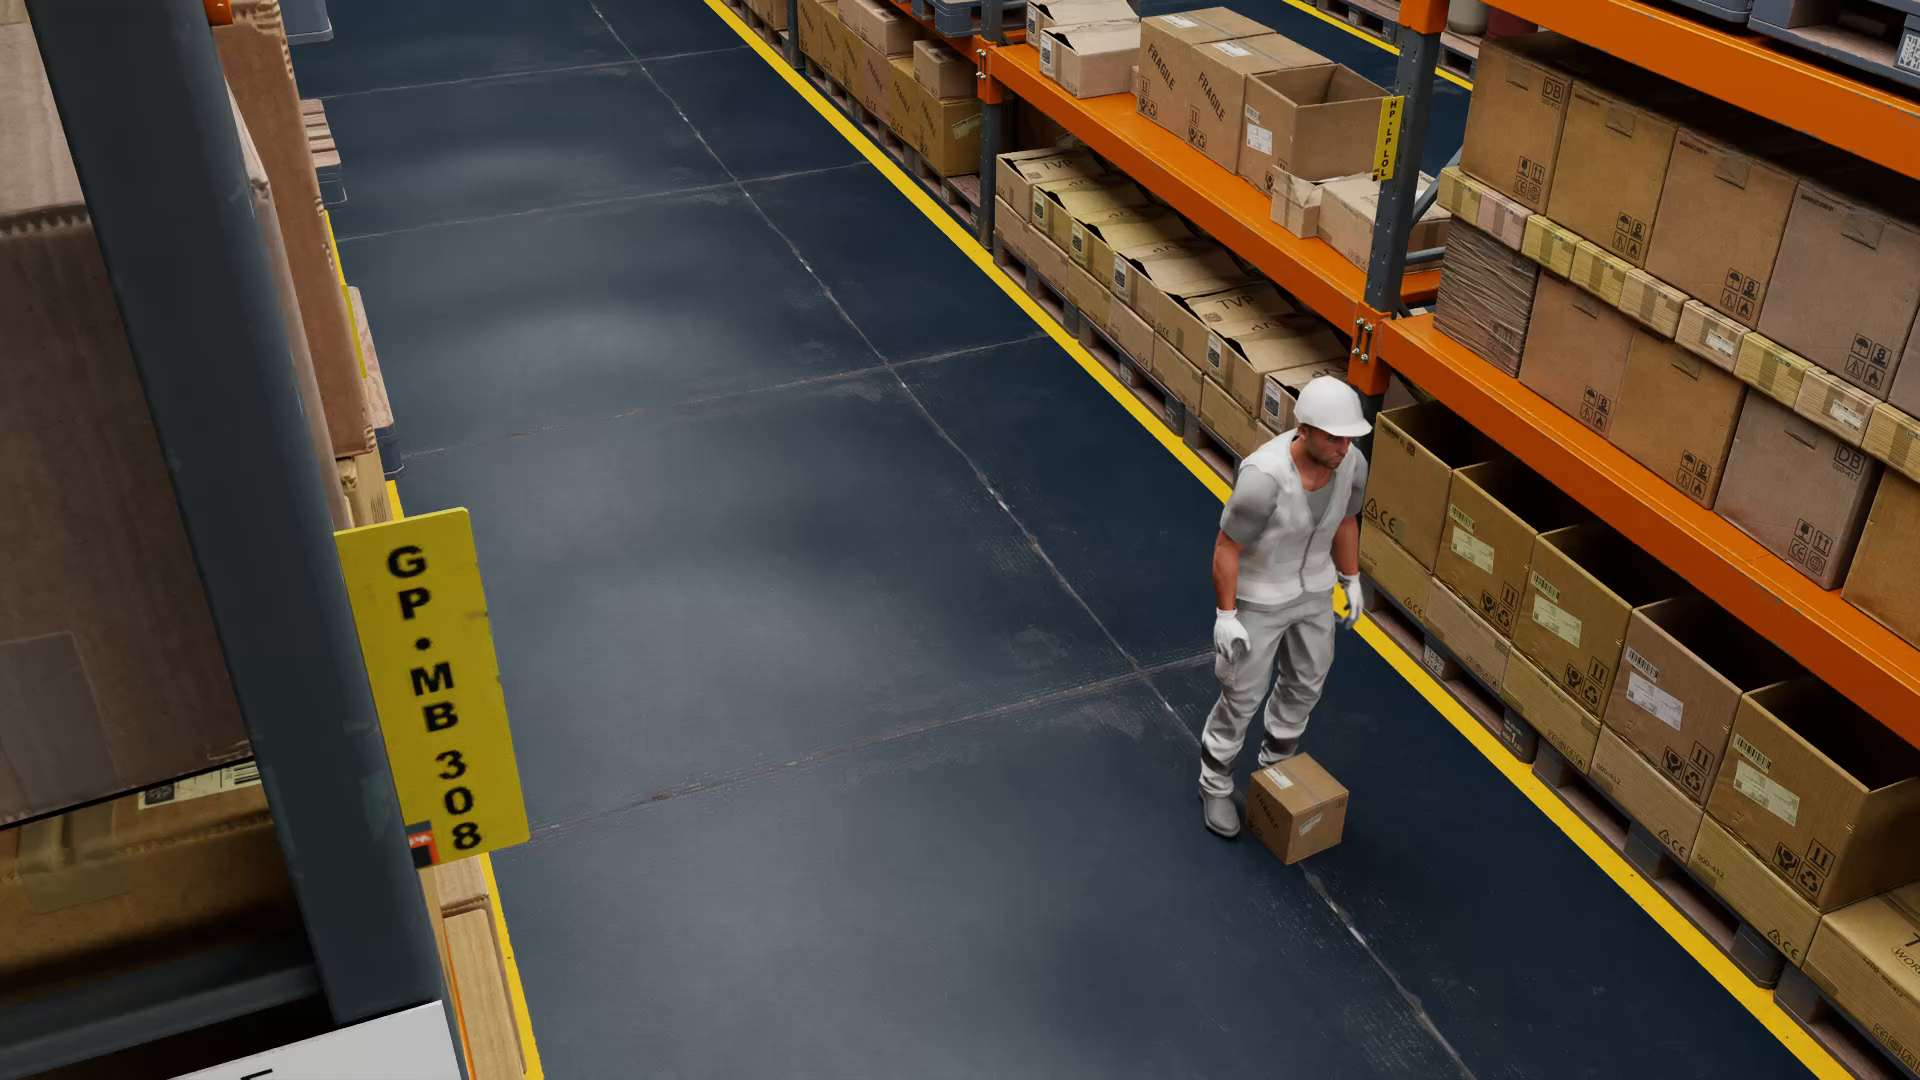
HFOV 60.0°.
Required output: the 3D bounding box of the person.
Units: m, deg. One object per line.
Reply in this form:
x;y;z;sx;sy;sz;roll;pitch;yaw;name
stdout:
1.140;0.218;5.794;0.623;1.778;0.446;-14;36;-21;person
